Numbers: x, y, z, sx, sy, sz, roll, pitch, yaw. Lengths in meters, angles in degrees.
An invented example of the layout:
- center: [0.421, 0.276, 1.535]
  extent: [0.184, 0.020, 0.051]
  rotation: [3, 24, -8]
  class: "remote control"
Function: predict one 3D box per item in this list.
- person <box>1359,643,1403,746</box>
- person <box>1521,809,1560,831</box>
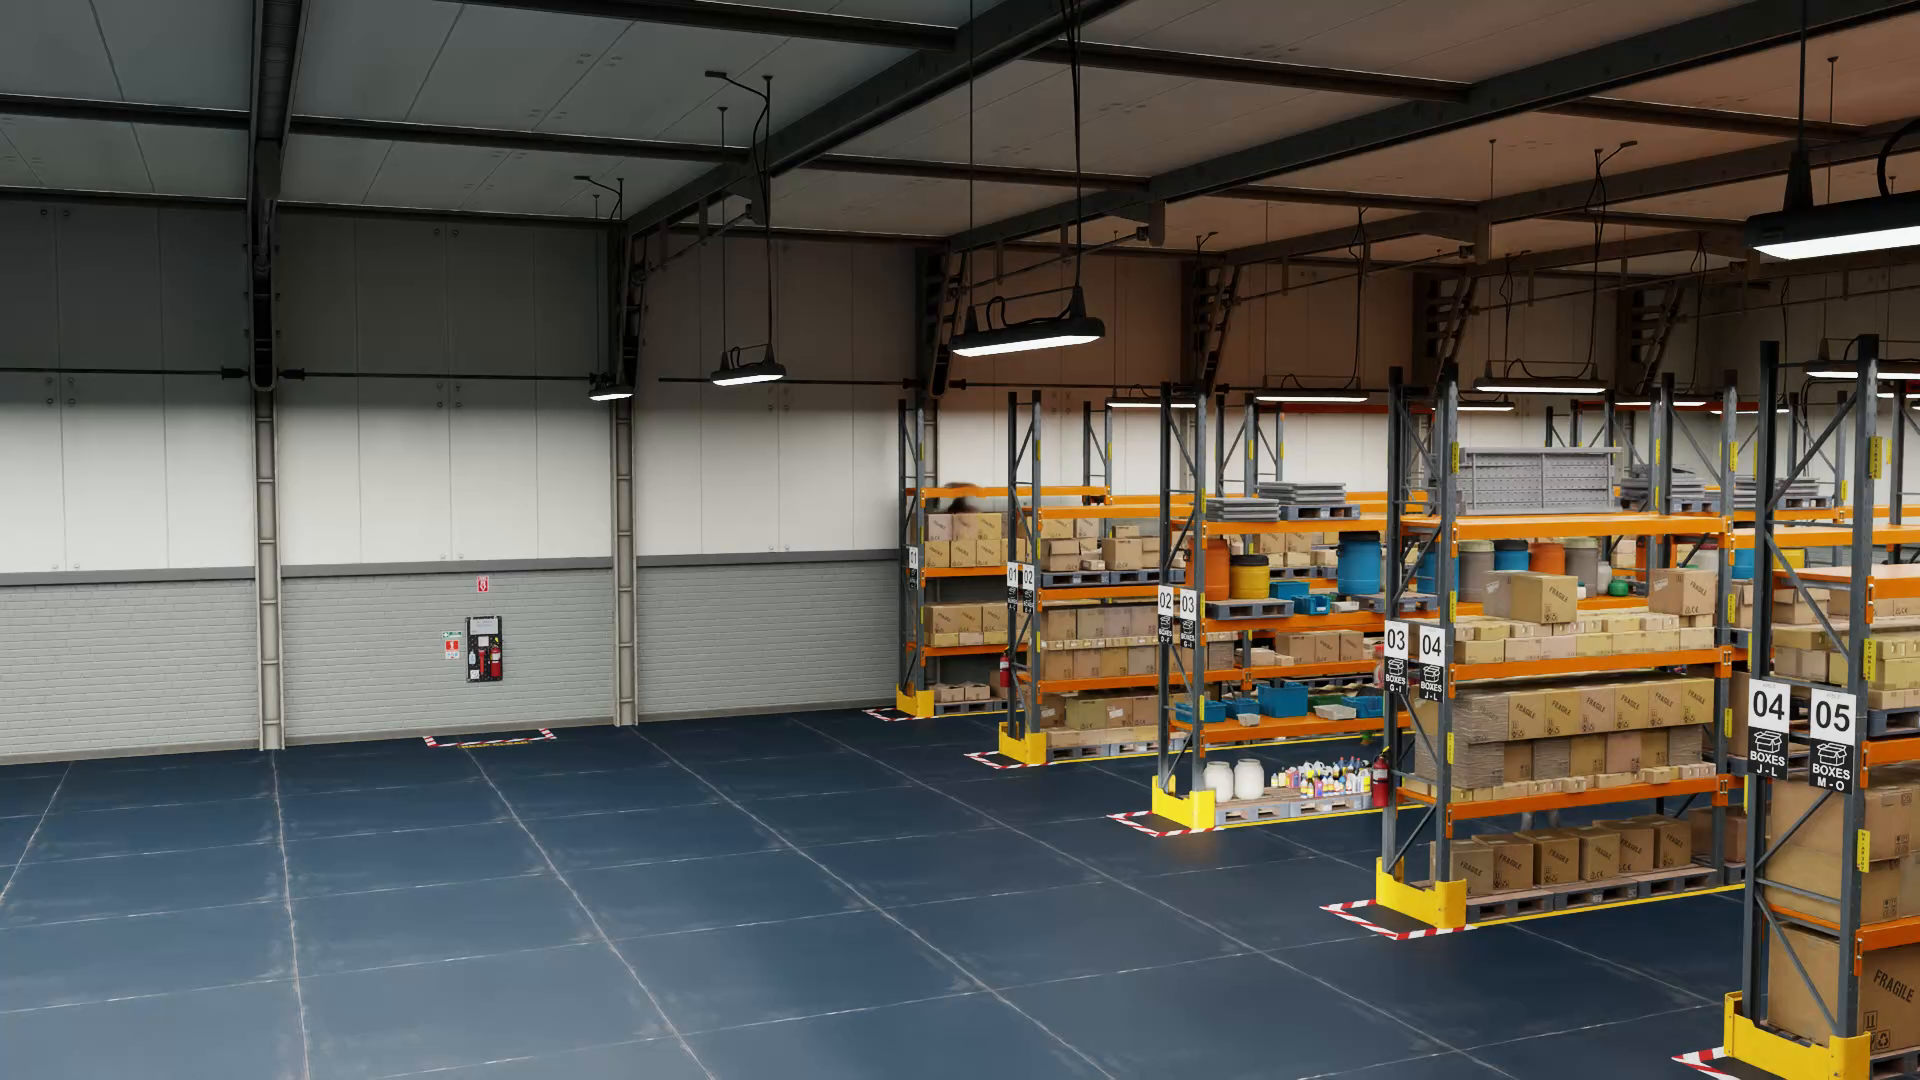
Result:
- center: [7.217, 2.665, 28.380]
  extent: [0.883, 1.814, 0.553]
  rotation: [-1, 4, -23]
  class: "person"
- center: [7.356, 3.046, 21.098]
  extent: [0.586, 1.773, 0.484]
  rotation: [-1, 3, -14]
  class: "person"
